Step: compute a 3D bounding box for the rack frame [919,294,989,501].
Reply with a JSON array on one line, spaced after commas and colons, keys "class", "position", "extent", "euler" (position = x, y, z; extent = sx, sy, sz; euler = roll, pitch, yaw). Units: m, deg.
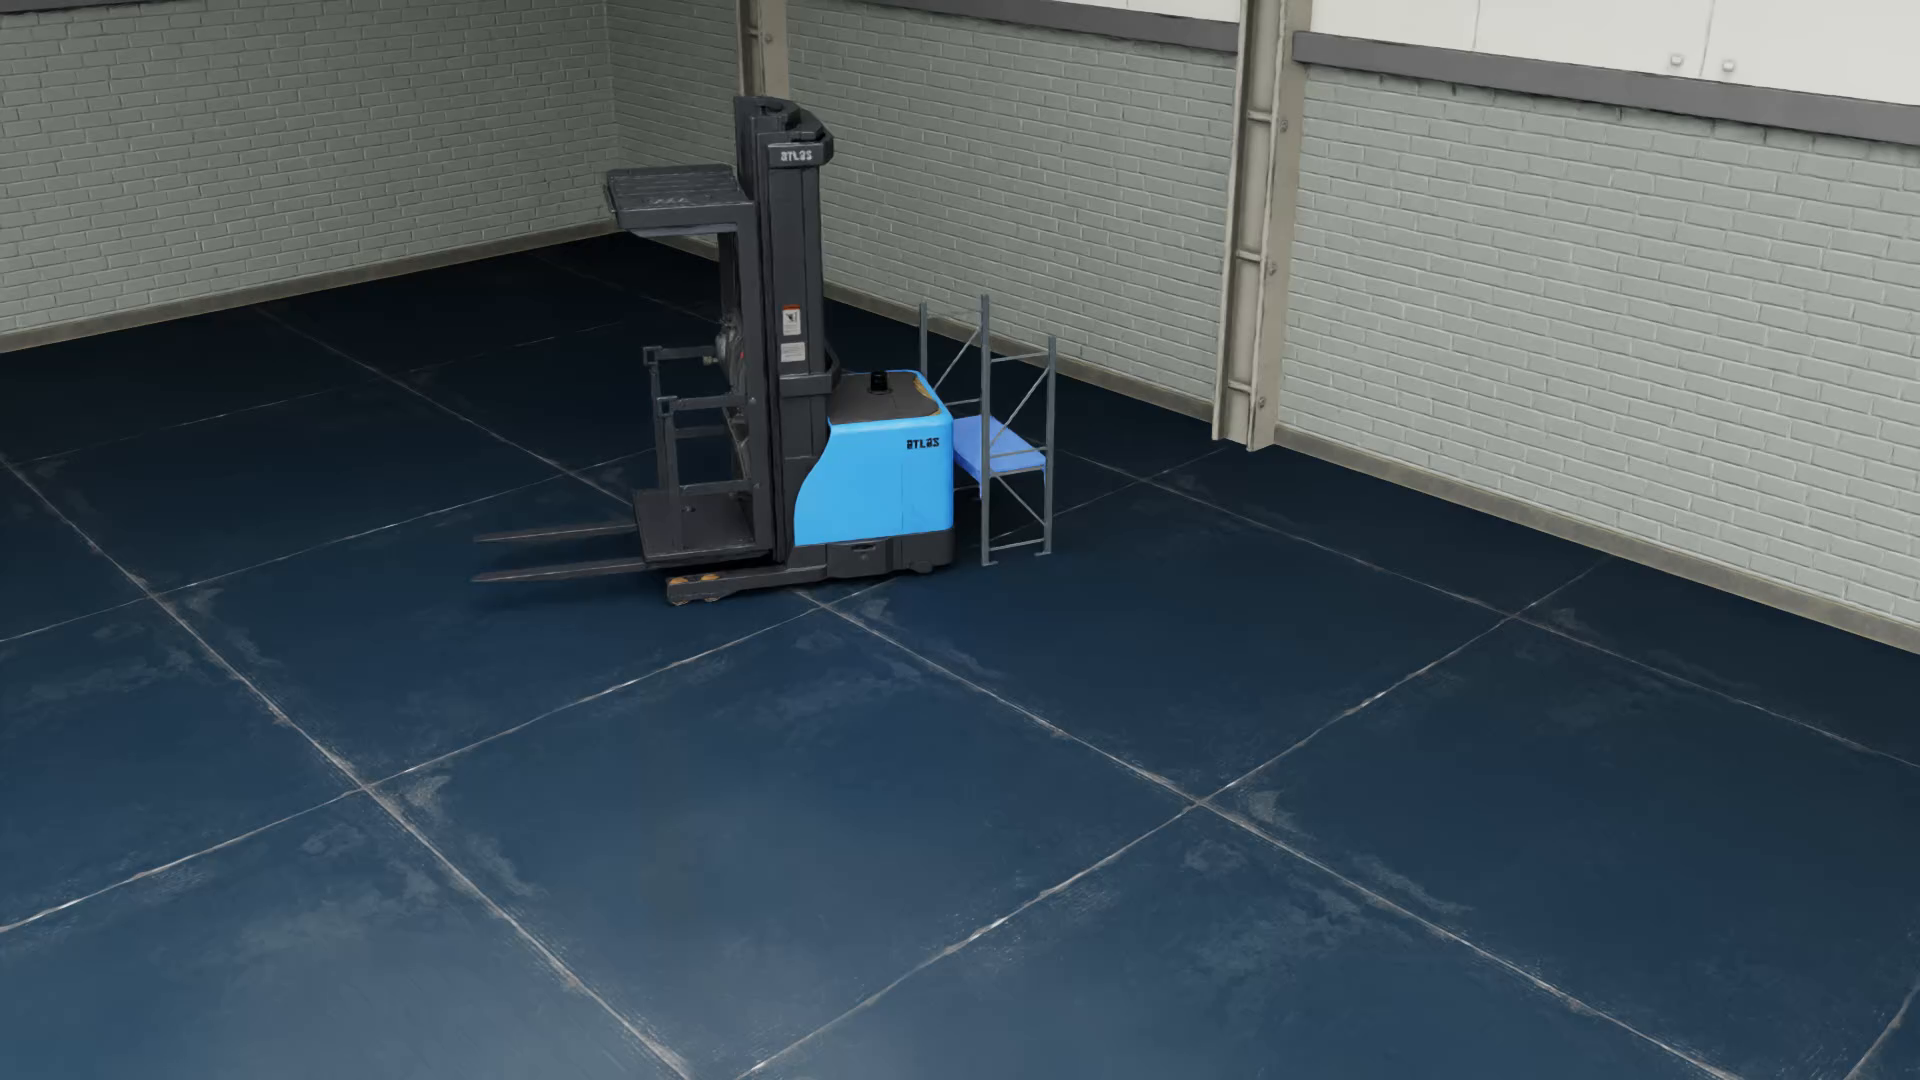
[{"class": "rack frame", "position": [-0.037, -0.944, 11.511], "extent": [0.500, 1.500, 0.032], "euler": [-10, 26, -21]}]

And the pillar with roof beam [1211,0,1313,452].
[{"class": "pillar with roof beam", "position": [-0.936, -3.647, 8.402], "extent": [9.100, 9.000, 0.400], "euler": [-21, 32, -38]}]

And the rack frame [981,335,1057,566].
[{"class": "rack frame", "position": [0.371, -0.557, 10.664], "extent": [0.500, 1.500, 0.032], "euler": [-10, 26, -21]}]

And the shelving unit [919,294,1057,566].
[{"class": "shelving unit", "position": [0.167, -0.750, 11.088], "extent": [0.538, 1.500, 1.048], "euler": [-10, 26, -21]}]

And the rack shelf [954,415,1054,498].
[{"class": "rack shelf", "position": [0.167, -0.587, 11.162], "extent": [0.538, 0.185, 1.000], "euler": [-10, 26, -21]}]

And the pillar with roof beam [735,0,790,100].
[{"class": "pillar with roof beam", "position": [-5.037, -5.465, 12.387], "extent": [9.100, 9.000, 0.400], "euler": [-21, 32, -38]}]

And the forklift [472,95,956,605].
[{"class": "forklift", "position": [-1.600, -1.171, 10.286], "extent": [3.031, 2.935, 1.130], "euler": [-6, 25, -13]}]
